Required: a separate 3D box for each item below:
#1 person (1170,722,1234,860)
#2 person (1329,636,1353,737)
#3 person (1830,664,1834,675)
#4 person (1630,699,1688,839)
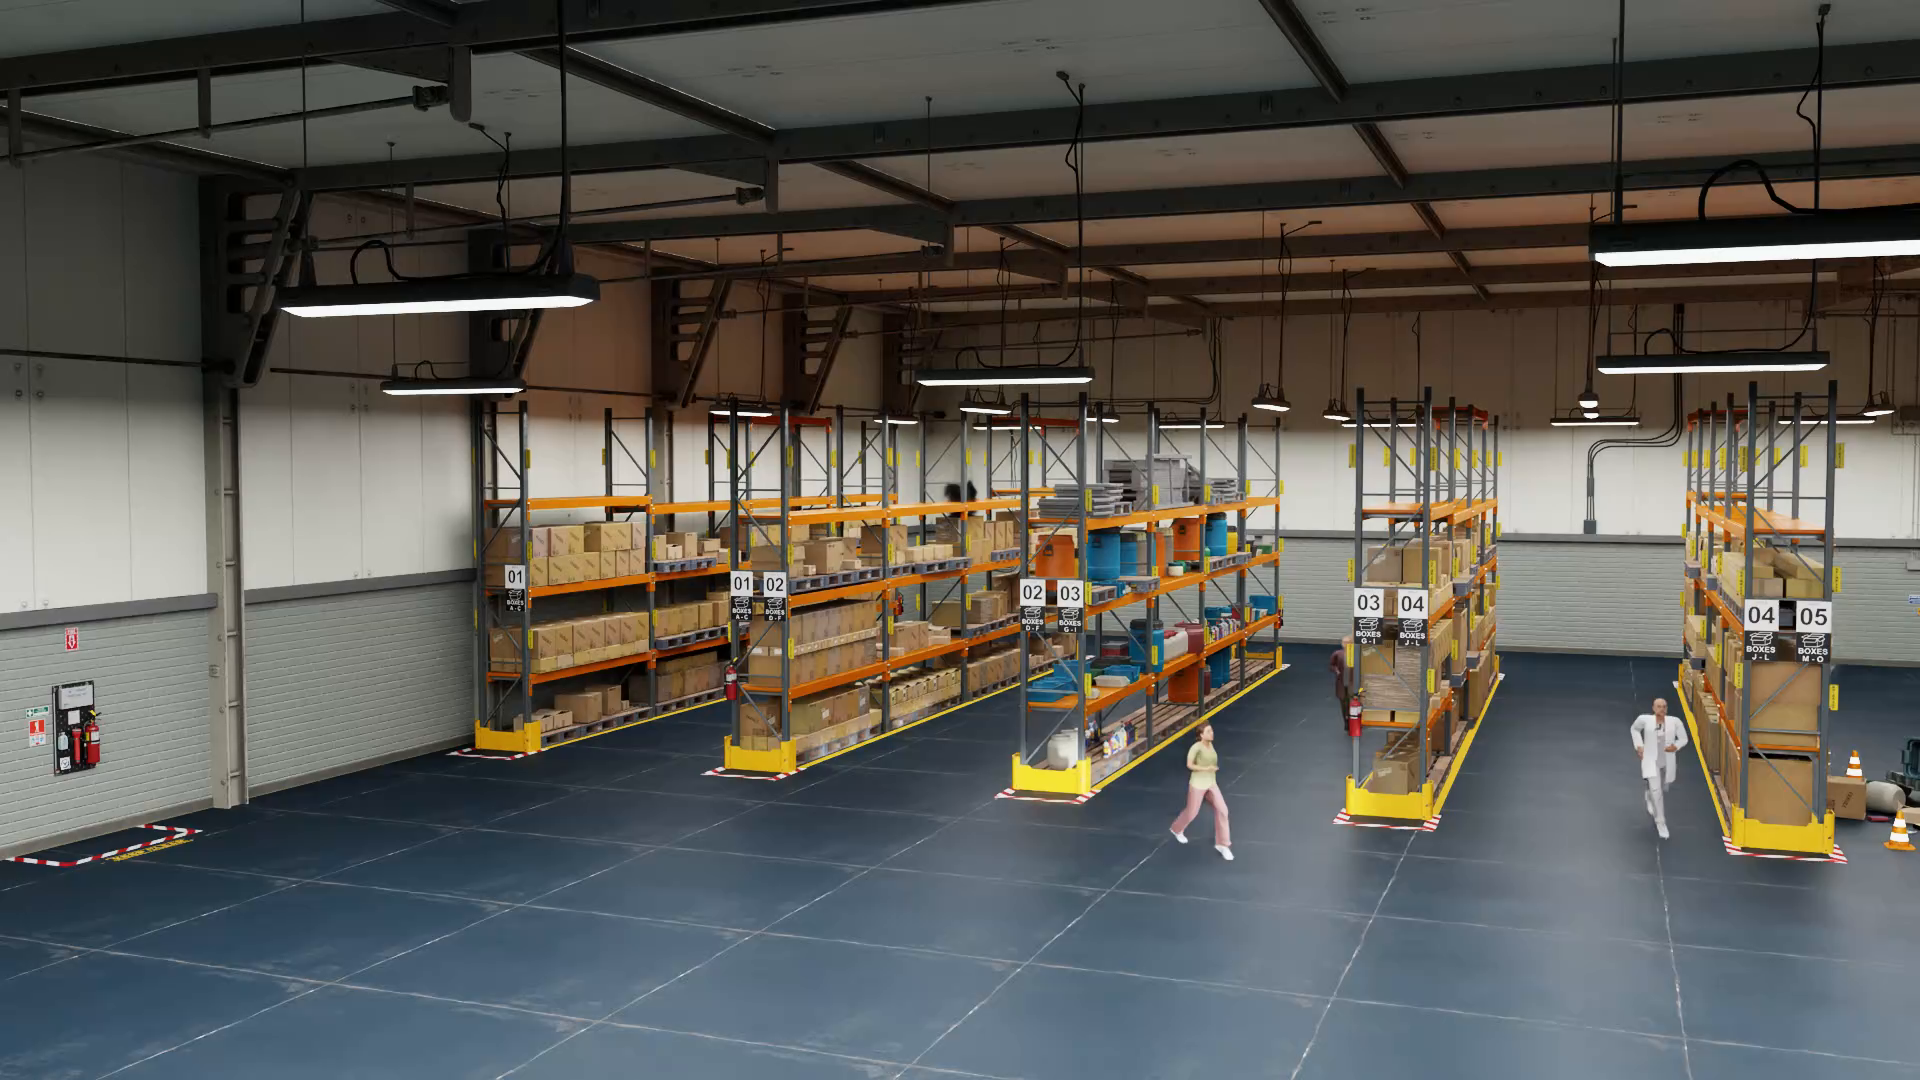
[{"bbox_3d":[3.024,3.153,21.074,0.544,1.710,1.002,-2,3,-36],"label":"person"},{"bbox_3d":[7.030,2.659,30.182,0.682,1.824,0.811,1,3,22],"label":"person"},{"bbox_3d":[18.853,2.386,36.710,0.881,1.718,0.658,1,3,10],"label":"person"},{"bbox_3d":[9.455,3.034,22.473,0.660,1.814,1.196,0,3,6],"label":"person"}]
